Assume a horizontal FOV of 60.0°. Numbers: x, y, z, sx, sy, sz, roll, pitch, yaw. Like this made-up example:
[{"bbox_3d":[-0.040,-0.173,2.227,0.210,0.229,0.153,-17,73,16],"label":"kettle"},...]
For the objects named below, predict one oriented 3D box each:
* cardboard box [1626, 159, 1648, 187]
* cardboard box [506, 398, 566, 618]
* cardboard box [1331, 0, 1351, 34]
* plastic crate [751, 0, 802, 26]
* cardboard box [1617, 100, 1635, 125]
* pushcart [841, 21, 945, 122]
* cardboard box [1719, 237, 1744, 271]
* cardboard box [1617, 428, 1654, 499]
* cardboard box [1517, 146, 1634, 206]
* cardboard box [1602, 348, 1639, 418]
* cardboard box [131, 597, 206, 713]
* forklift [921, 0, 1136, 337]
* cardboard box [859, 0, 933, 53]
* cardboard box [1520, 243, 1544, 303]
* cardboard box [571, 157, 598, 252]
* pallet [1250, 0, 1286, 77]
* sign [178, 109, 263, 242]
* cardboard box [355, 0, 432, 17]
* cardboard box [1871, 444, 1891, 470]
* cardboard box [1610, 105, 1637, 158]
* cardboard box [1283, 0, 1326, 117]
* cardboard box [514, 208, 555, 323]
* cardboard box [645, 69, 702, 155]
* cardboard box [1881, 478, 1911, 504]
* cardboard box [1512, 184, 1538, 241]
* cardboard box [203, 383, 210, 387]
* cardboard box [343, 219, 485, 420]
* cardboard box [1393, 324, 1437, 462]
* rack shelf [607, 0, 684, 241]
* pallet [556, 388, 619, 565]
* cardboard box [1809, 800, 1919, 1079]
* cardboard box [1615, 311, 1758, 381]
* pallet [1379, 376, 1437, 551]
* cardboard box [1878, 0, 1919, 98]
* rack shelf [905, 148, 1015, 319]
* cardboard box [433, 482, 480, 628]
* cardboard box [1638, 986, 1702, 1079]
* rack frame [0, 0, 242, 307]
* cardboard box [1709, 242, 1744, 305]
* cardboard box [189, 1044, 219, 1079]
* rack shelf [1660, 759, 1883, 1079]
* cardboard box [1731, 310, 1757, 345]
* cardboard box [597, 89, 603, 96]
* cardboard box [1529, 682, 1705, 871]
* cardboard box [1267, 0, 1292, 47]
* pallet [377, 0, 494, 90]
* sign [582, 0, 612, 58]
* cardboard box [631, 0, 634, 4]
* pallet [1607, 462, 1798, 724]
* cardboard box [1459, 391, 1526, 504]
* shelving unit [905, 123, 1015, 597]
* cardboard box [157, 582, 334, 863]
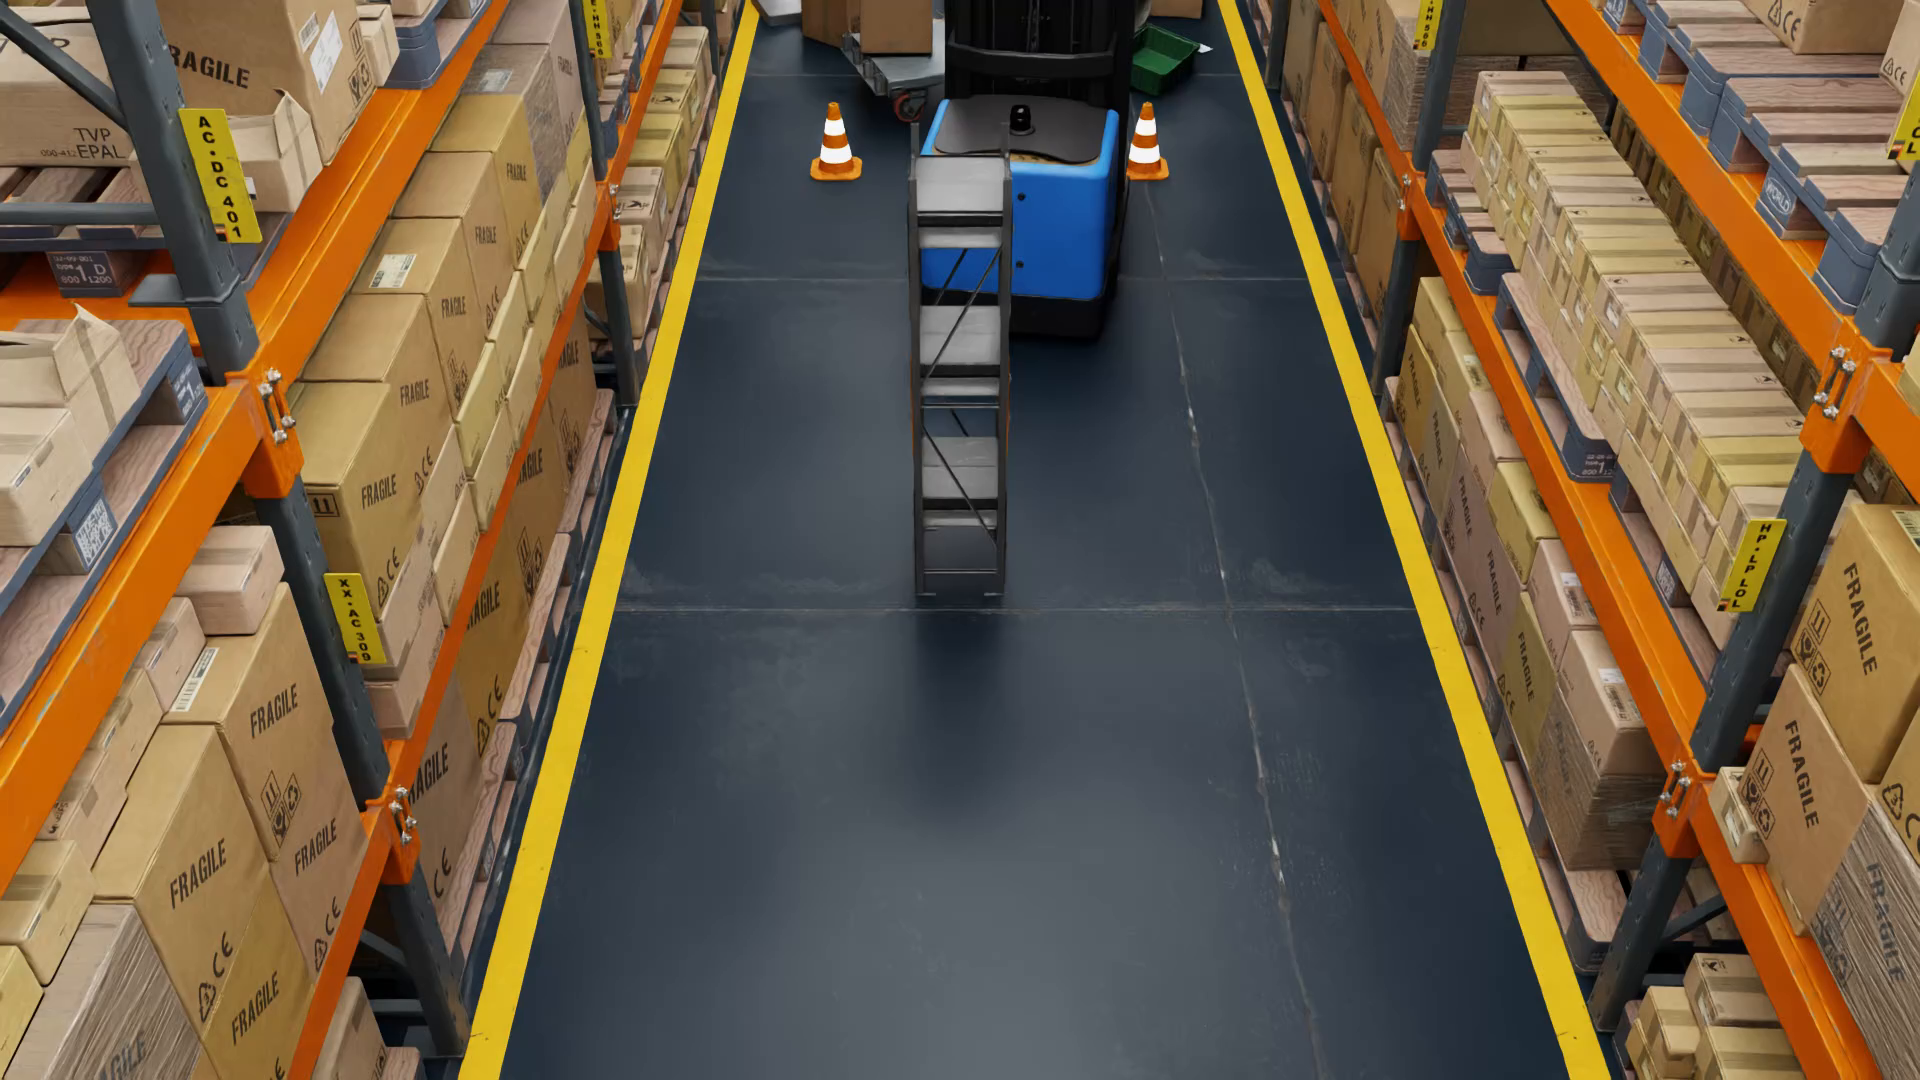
[{"bbox_3d":[3.188,-1.582,7.436,0.380,0.149,0.250,0,39,0],"label":"cardboard box"},{"bbox_3d":[-2.306,-0.258,7.282,0.875,0.875,0.875,0,39,1],"label":"cardboard box"},{"bbox_3d":[2.456,-3.245,9.566,0.500,0.500,0.500,1,39,1],"label":"cardboard box"},{"bbox_3d":[-1.407,-4.257,13.244,0.402,0.080,0.583,-13,40,-16],"label":"plastic crate"},{"bbox_3d":[3.188,-1.971,7.446,0.380,0.149,0.250,-1,39,-2],"label":"cardboard box"},{"bbox_3d":[0.055,-3.424,11.966,1.648,0.377,0.936,-13,40,-16],"label":"pushcart"},{"bbox_3d":[3.188,-1.163,6.437,0.380,0.149,0.250,2,39,2],"label":"cardboard box"},{"bbox_3d":[2.536,-0.267,5.796,0.380,0.149,0.250,-2,39,-2],"label":"cardboard box"},{"bbox_3d":[2.535,-1.501,6.860,0.380,0.149,0.250,-2,39,-2],"label":"cardboard box"},{"bbox_3d":[2.533,-0.562,5.926,0.380,0.149,0.250,-2,39,-2],"label":"cardboard box"},{"bbox_3d":[-2.006,0.264,3.870,0.380,0.149,0.250,1,39,1],"label":"cardboard box"},{"bbox_3d":[0.491,-3.195,9.638,1.130,2.935,3.031,5,39,7],"label":"forklift"},{"bbox_3d":[-0.445,-3.754,11.675,0.500,0.500,0.500,0,39,0],"label":"cardboard box"},{"bbox_3d":[2.534,-1.094,6.827,0.380,0.149,0.250,1,39,1],"label":"cardboard box"},{"bbox_3d":[-1.960,-1.538,7.636,0.500,0.250,0.500,-1,39,-2],"label":"cardboard box"},{"bbox_3d":[2.802,-3.869,12.654,1.003,0.211,1.213,0,39,0],"label":"pallet"},{"bbox_3d":[-1.661,-0.816,3.740,0.100,0.325,0.005,0,39,0],"label":"sign"},{"bbox_3d":[-1.868,-1.836,5.261,0.396,0.266,0.258,3,39,4],"label":"cardboard box"},{"bbox_3d":[3.189,-0.358,5.432,0.380,0.149,0.250,0,39,0],"label":"cardboard box"},{"bbox_3d":[3.185,-1.853,7.536,0.380,0.149,0.250,1,39,1],"label":"cardboard box"},{"bbox_3d":[2.815,-3.379,11.276,1.050,0.750,0.750,0,39,0],"label":"cardboard box"},{"bbox_3d":[-1.941,-1.106,6.697,0.500,0.250,0.500,-1,39,-1],"label":"cardboard box"},{"bbox_3d":[-2.218,-2.775,10.825,0.950,0.372,0.625,2,39,3],"label":"cardboard box"},{"bbox_3d":[3.191,-0.069,5.310,0.380,0.149,0.250,-1,39,-1],"label":"cardboard box"},{"bbox_3d":[2.536,-1.365,6.927,0.380,0.149,0.250,0,39,0],"label":"cardboard box"},{"bbox_3d":[-2.468,-0.120,4.867,0.500,0.500,0.500,1,39,1],"label":"cardboard box"},{"bbox_3d":[-1.955,-0.748,5.651,0.500,0.500,0.500,-1,39,-1],"label":"cardboard box"},{"bbox_3d":[2.475,-0.726,8.165,0.500,0.500,0.500,-2,39,-2],"label":"cardboard box"},{"bbox_3d":[-2.223,-2.883,9.770,1.077,0.370,4.000,0,39,0],"label":"rack shelf"},{"bbox_3d":[-2.295,-0.332,8.241,1.003,0.211,1.213,0,39,0],"label":"pallet"},{"bbox_3d":[2.490,0.986,4.049,0.500,0.500,0.500,0,39,0],"label":"cardboard box"},{"bbox_3d":[2.542,-0.675,5.828,0.380,0.149,0.250,-1,39,-2],"label":"cardboard box"},{"bbox_3d":[2.729,-0.403,8.329,1.003,0.211,1.213,0,39,0],"label":"pallet"},{"bbox_3d":[2.943,-1.328,4.591,0.500,0.311,0.500,-1,39,-1],"label":"cardboard box"},{"bbox_3d":[0.000,-1.251,6.781,0.431,0.518,0.480,0,39,0],"label":"rack shelf"},{"bbox_3d":[-1.955,0.048,5.657,0.500,0.250,0.500,-1,39,-1],"label":"cardboard box"},{"bbox_3d":[2.414,1.581,5.330,0.380,0.149,0.250,2,39,2],"label":"cardboard box"},{"bbox_3d":[-2.216,-1.753,2.986,1.000,3.000,0.127,0,39,0],"label":"rack frame"},{"bbox_3d":[3.189,-1.046,6.530,0.380,0.149,0.250,1,39,1],"label":"cardboard box"},{"bbox_3d":[-1.938,1.475,3.676,0.500,0.500,0.500,-1,39,-1],"label":"cardboard box"},{"bbox_3d":[2.736,2.053,3.610,1.077,0.370,4.000,0,39,0],"label":"rack shelf"},{"bbox_3d":[3.189,-0.765,6.416,0.380,0.149,0.250,-2,39,-2],"label":"cardboard box"},{"bbox_3d":[-2.002,-2.359,8.406,0.380,0.149,0.250,-2,39,-3],"label":"cardboard box"},{"bbox_3d":[2.481,0.871,6.174,0.500,0.500,0.500,-1,39,-1],"label":"cardboard box"},{"bbox_3d":[2.794,-4.209,12.213,0.875,0.875,0.875,1,39,1],"label":"cardboard box"},{"bbox_3d":[-2.162,-1.908,5.730,1.003,0.211,1.213,2,39,2],"label":"pallet"},{"bbox_3d":[-1.665,-2.367,7.625,0.100,0.325,0.005,0,39,0],"label":"sign"},{"bbox_3d":[-2.005,-3.171,8.901,0.500,0.500,0.500,1,39,1],"label":"cardboard box"},{"bbox_3d":[2.879,0.119,5.602,1.003,0.211,1.213,0,39,0],"label":"pallet"},{"bbox_3d":[2.476,-0.403,7.163,0.500,0.250,0.500,0,39,0],"label":"cardboard box"},{"bbox_3d":[0.000,-0.716,7.210,0.431,2.100,0.503,0,39,0],"label":"shelving unit"},{"bbox_3d":[-1.939,0.454,4.151,0.500,0.500,0.500,0,39,0],"label":"cardboard box"}]
